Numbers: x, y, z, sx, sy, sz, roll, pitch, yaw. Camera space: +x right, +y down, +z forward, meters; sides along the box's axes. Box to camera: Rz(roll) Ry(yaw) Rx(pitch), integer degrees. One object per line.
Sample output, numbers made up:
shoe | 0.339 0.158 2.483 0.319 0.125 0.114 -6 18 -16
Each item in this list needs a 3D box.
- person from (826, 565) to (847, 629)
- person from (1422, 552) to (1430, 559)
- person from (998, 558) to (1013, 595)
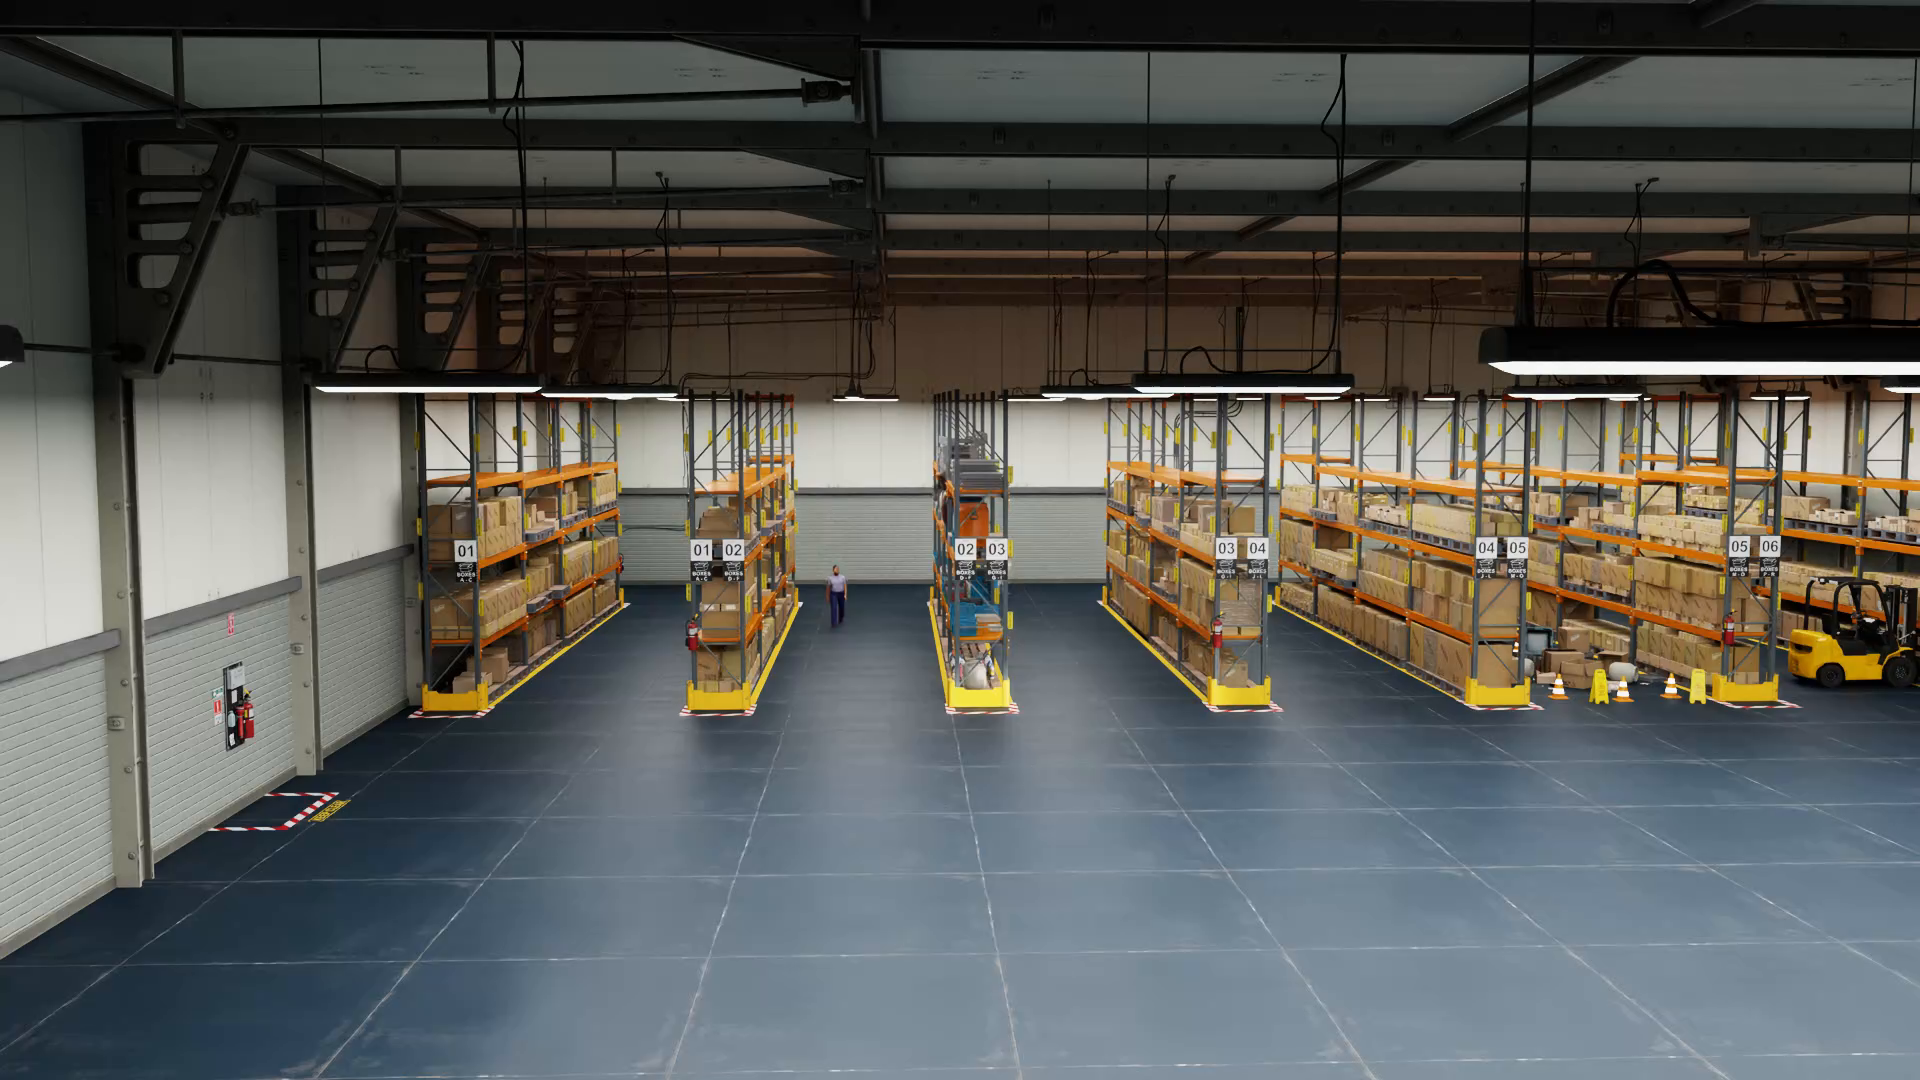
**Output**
person | -3.169 1.441 42.677 0.514 1.596 0.932 -1 5 -8
person | 12.737 1.130 45.834 0.518 1.788 0.586 0 5 -2
person | 1.283 0.743 50.071 0.555 1.811 0.394 -3 5 -29
